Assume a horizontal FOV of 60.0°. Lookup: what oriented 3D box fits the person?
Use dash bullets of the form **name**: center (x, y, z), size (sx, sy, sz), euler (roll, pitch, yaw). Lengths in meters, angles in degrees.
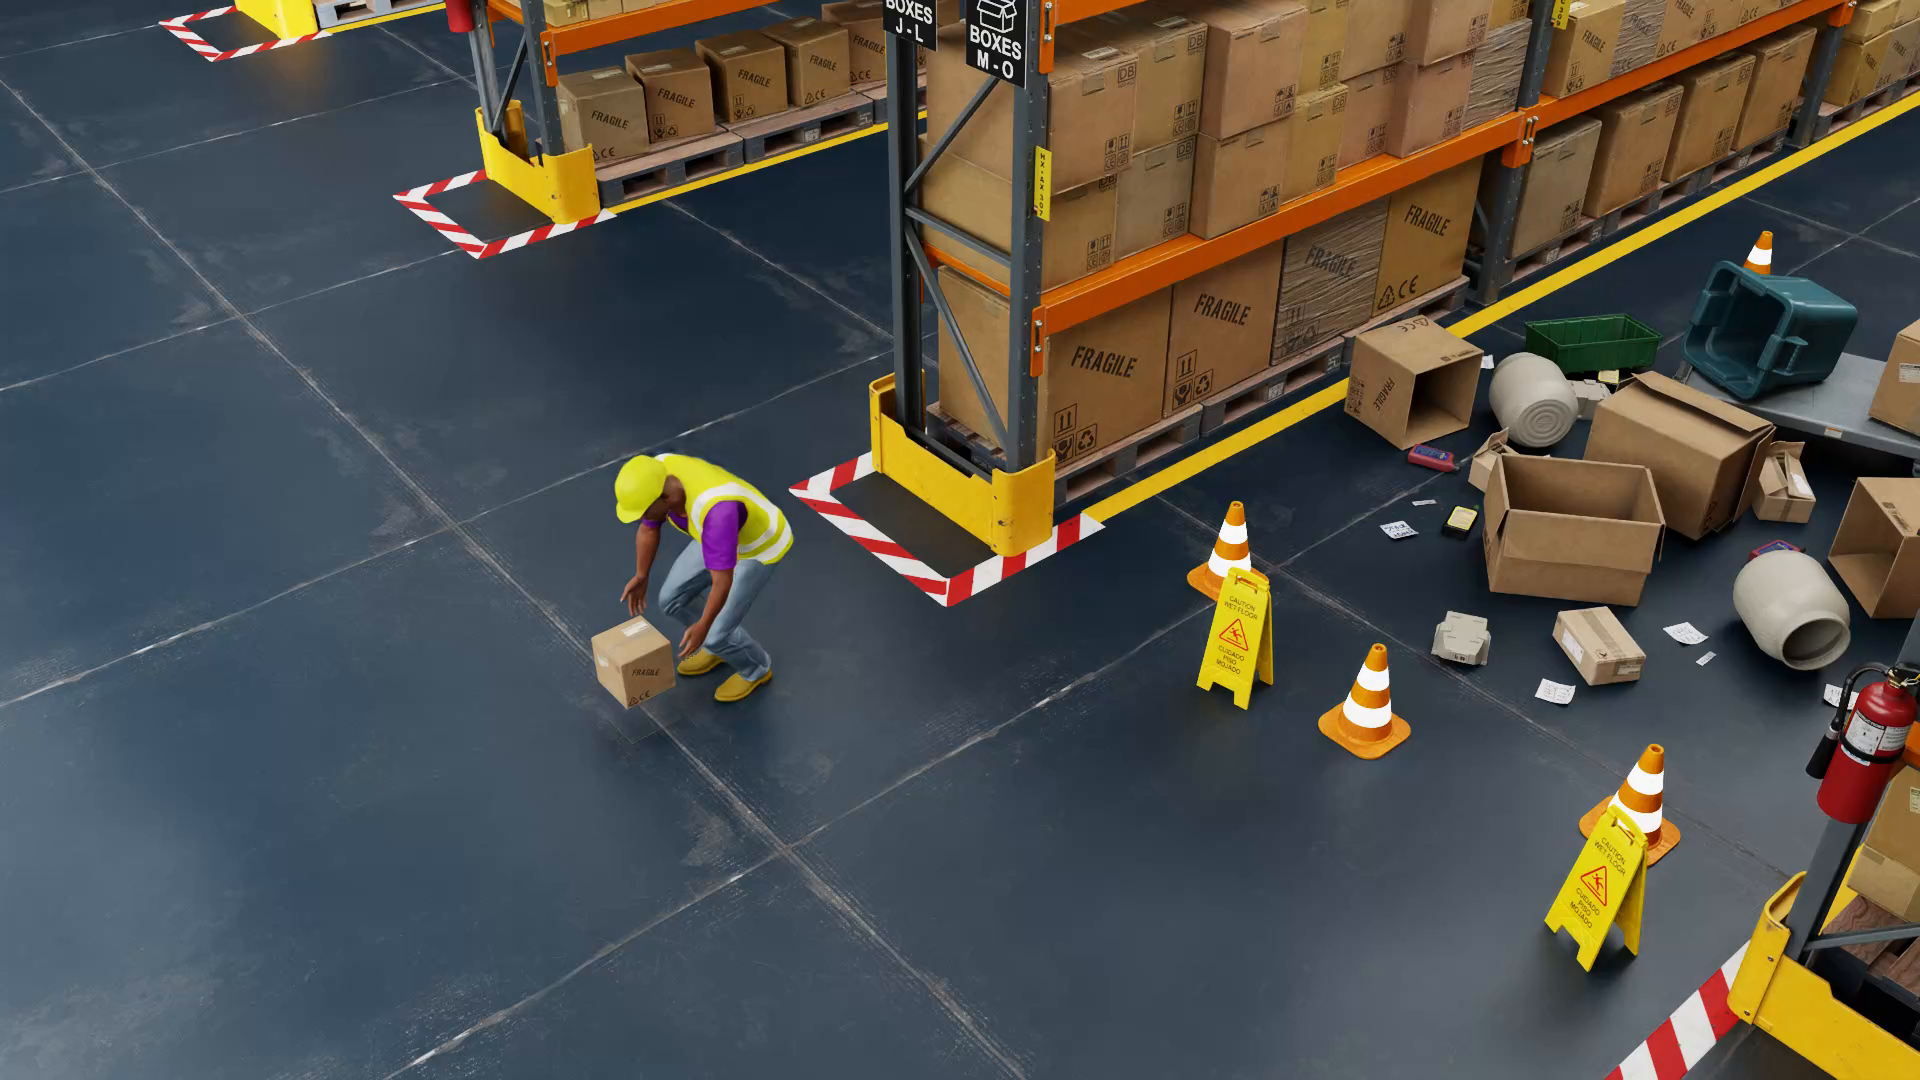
- **person**: center (-1.092, 0.116, 7.258), size (0.790, 1.346, 0.630), euler (-26, 43, -31)
